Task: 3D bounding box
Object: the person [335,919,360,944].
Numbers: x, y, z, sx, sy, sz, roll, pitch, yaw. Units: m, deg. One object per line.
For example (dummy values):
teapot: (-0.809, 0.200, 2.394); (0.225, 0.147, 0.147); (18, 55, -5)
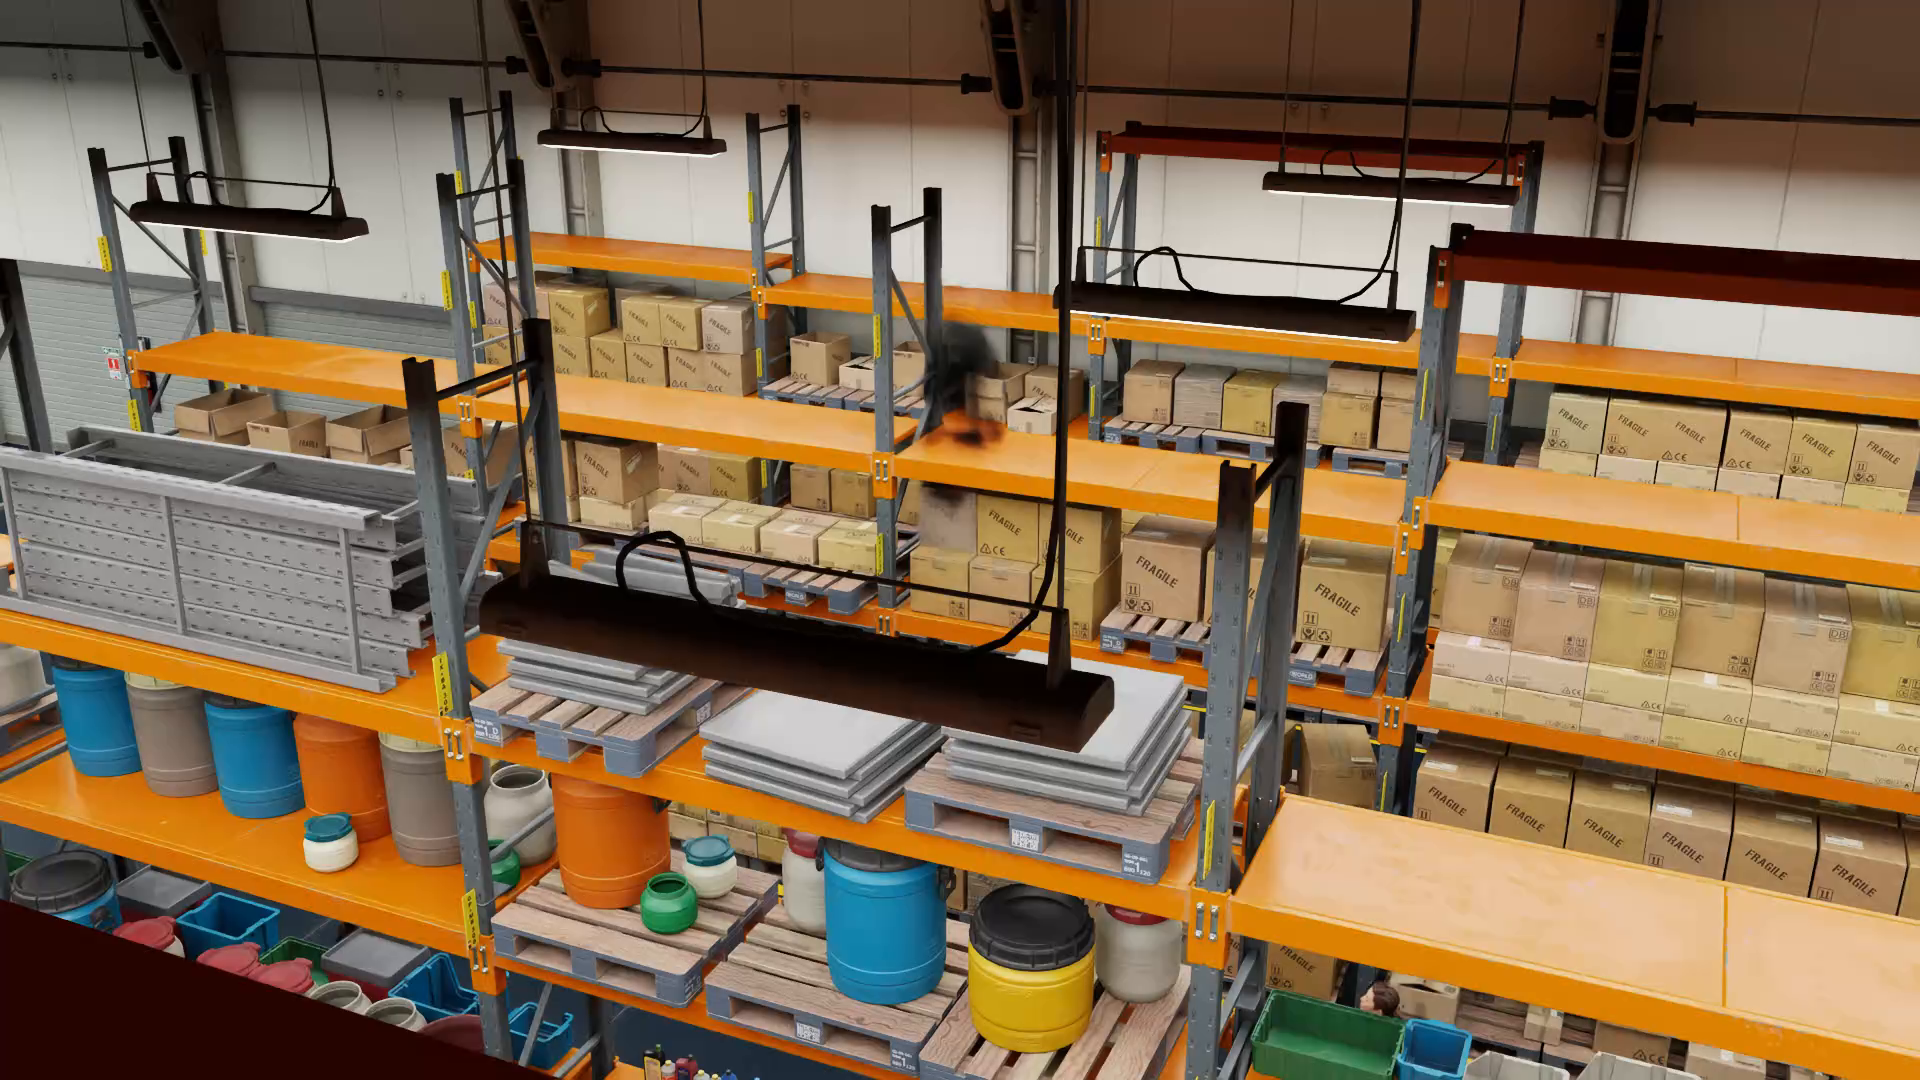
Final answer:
person: (-4.482, 2.927, 12.669); (0.992, 1.671, 0.697); (13, 24, 31)
